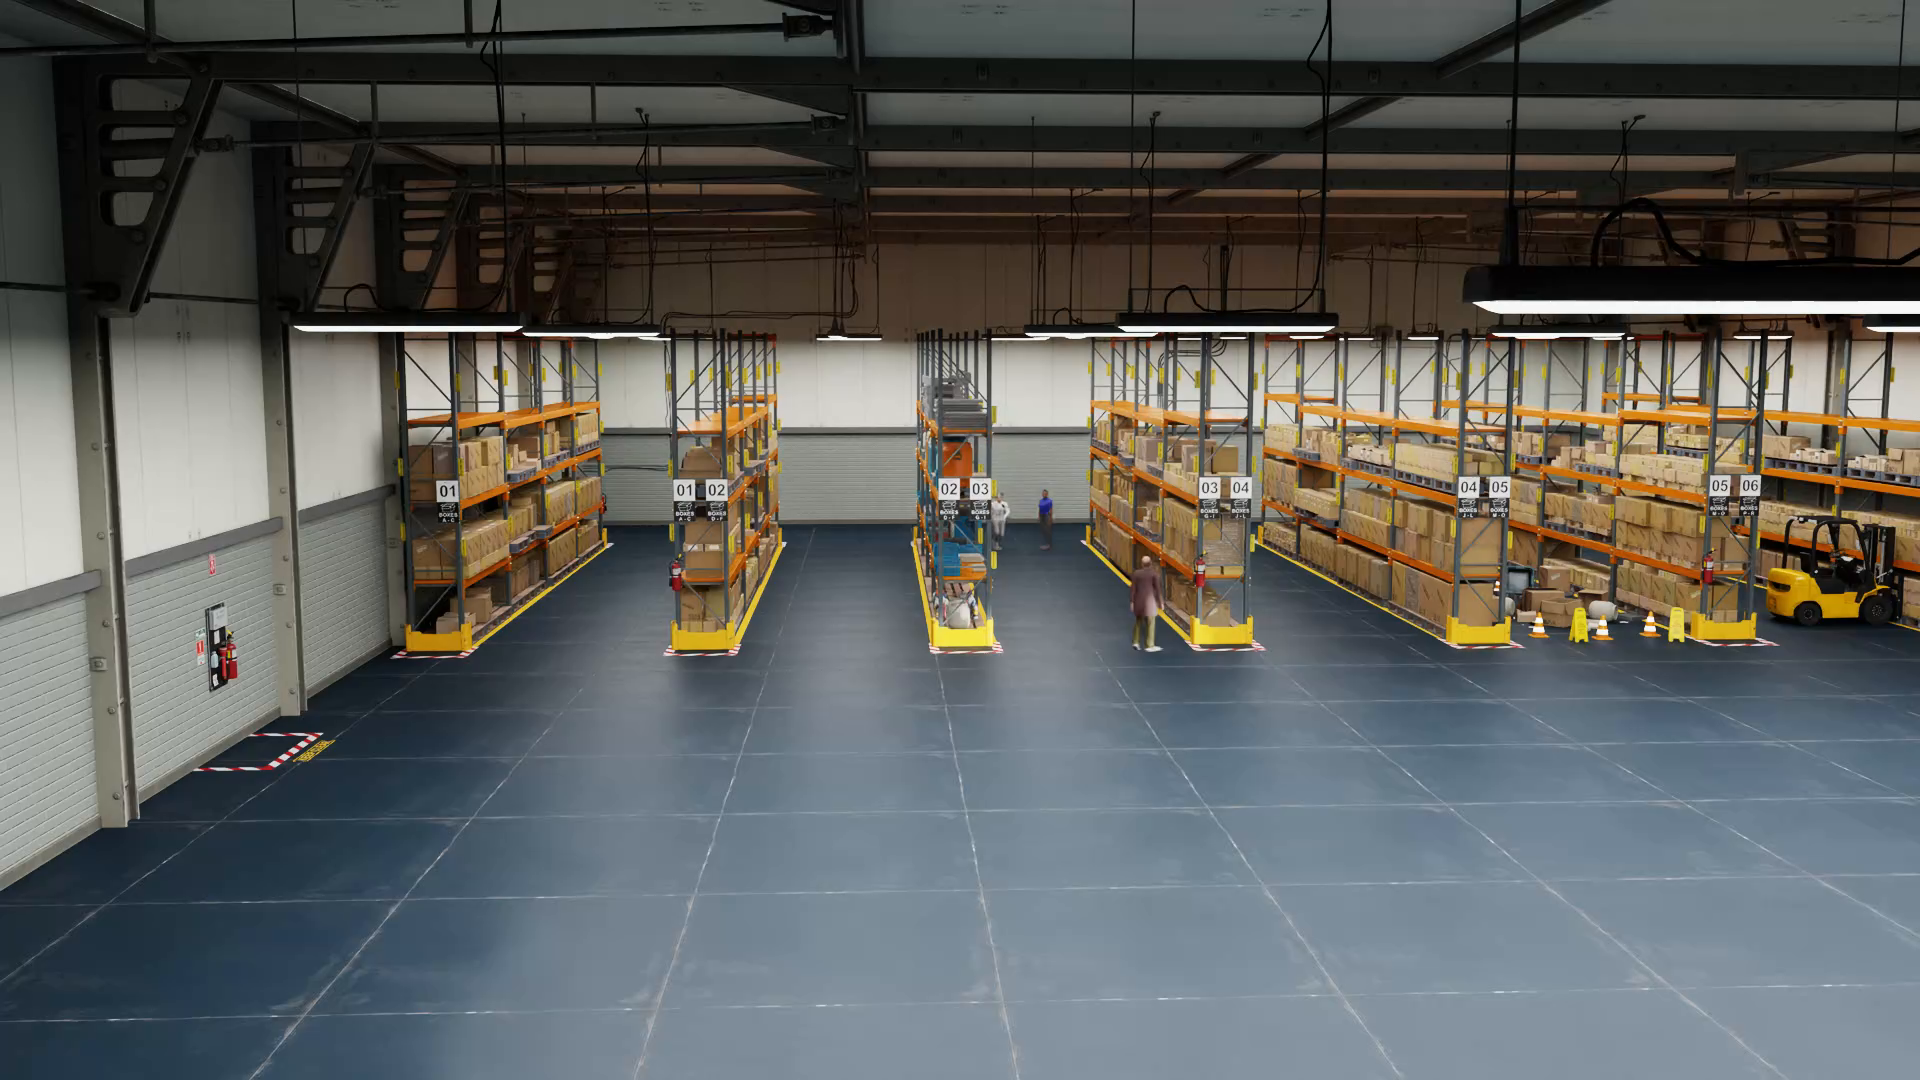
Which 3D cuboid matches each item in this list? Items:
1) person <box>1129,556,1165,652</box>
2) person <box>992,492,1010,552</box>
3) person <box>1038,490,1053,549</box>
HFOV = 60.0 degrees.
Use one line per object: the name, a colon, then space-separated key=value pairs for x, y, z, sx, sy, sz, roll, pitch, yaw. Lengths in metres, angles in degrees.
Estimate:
person: x=3.498 y=1.227 z=31.032 sx=0.658 sy=1.858 sz=0.391 roll=4 pitch=8 yaw=32
person: x=1.093 y=-0.504 z=46.016 sx=0.596 sy=1.654 sz=0.566 roll=-1 pitch=7 yaw=-12
person: x=2.382 y=-0.573 z=46.521 sx=0.346 sy=1.655 sz=0.463 roll=-6 pitch=9 yaw=-39
